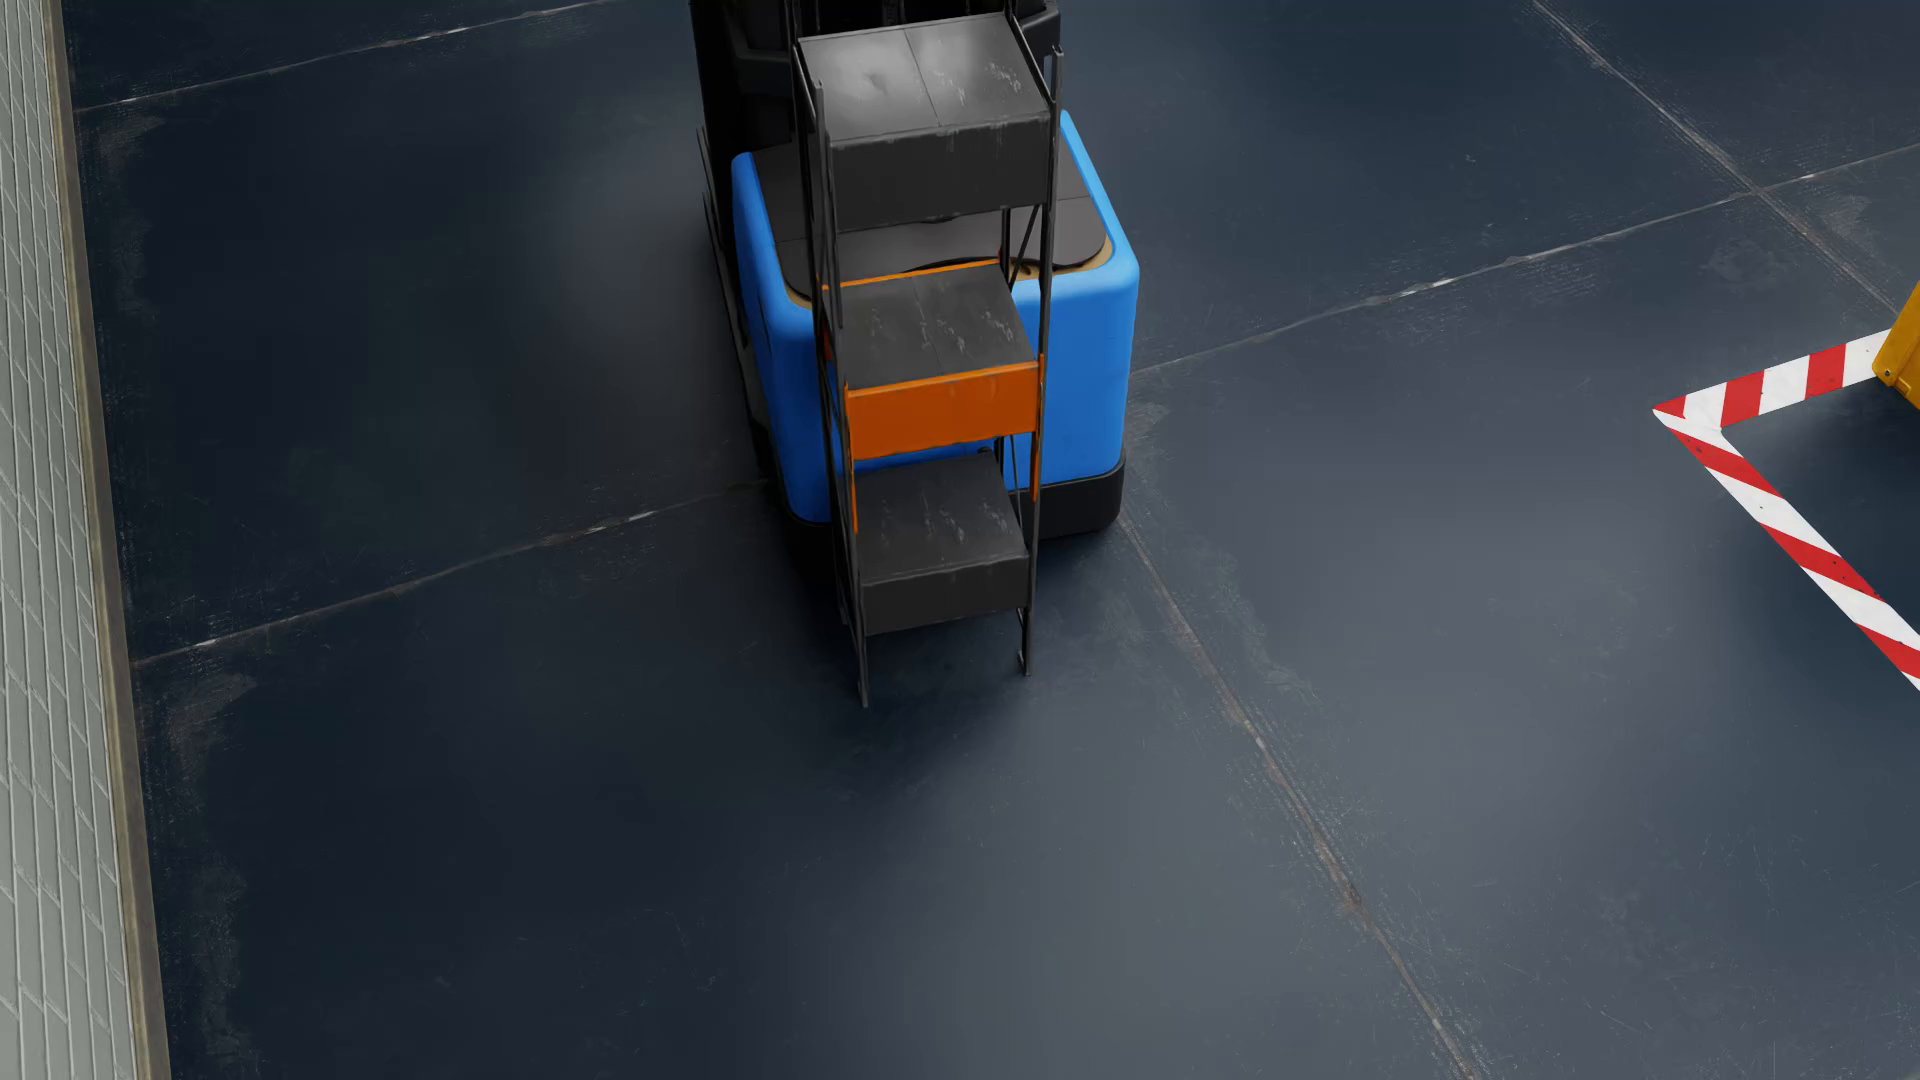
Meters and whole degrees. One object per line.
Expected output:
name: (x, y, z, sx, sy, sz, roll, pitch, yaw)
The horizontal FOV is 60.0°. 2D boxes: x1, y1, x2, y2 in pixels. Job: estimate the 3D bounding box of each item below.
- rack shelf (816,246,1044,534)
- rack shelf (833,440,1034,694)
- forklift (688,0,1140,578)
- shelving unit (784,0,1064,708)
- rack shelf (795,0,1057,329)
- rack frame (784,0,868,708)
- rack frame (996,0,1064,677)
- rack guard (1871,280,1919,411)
rack shelf: (-0.082, -0.377, 4.208, 0.480, 0.518, 0.431, -10, 50, -9)
rack shelf: (-0.082, 0.079, 4.739, 0.480, 0.518, 0.431, -10, 50, -9)
forklift: (-0.330, -1.985, 5.023, 1.130, 2.935, 3.031, -10, 50, -9)
shelving unit: (-0.082, -0.386, 4.197, 0.503, 2.100, 0.431, -10, 50, -9)
rack shelf: (-0.082, -0.833, 3.677, 0.480, 0.518, 0.431, -10, 50, -9)
rack frame: (-0.320, -0.344, 4.161, 0.015, 2.100, 0.400, -10, 50, -9)
rack frame: (0.155, -0.428, 4.234, 0.015, 2.100, 0.400, -10, 50, -9)
rack guard: (3.517, -0.415, 5.277, 0.348, 0.500, 1.175, -17, 52, -14)
